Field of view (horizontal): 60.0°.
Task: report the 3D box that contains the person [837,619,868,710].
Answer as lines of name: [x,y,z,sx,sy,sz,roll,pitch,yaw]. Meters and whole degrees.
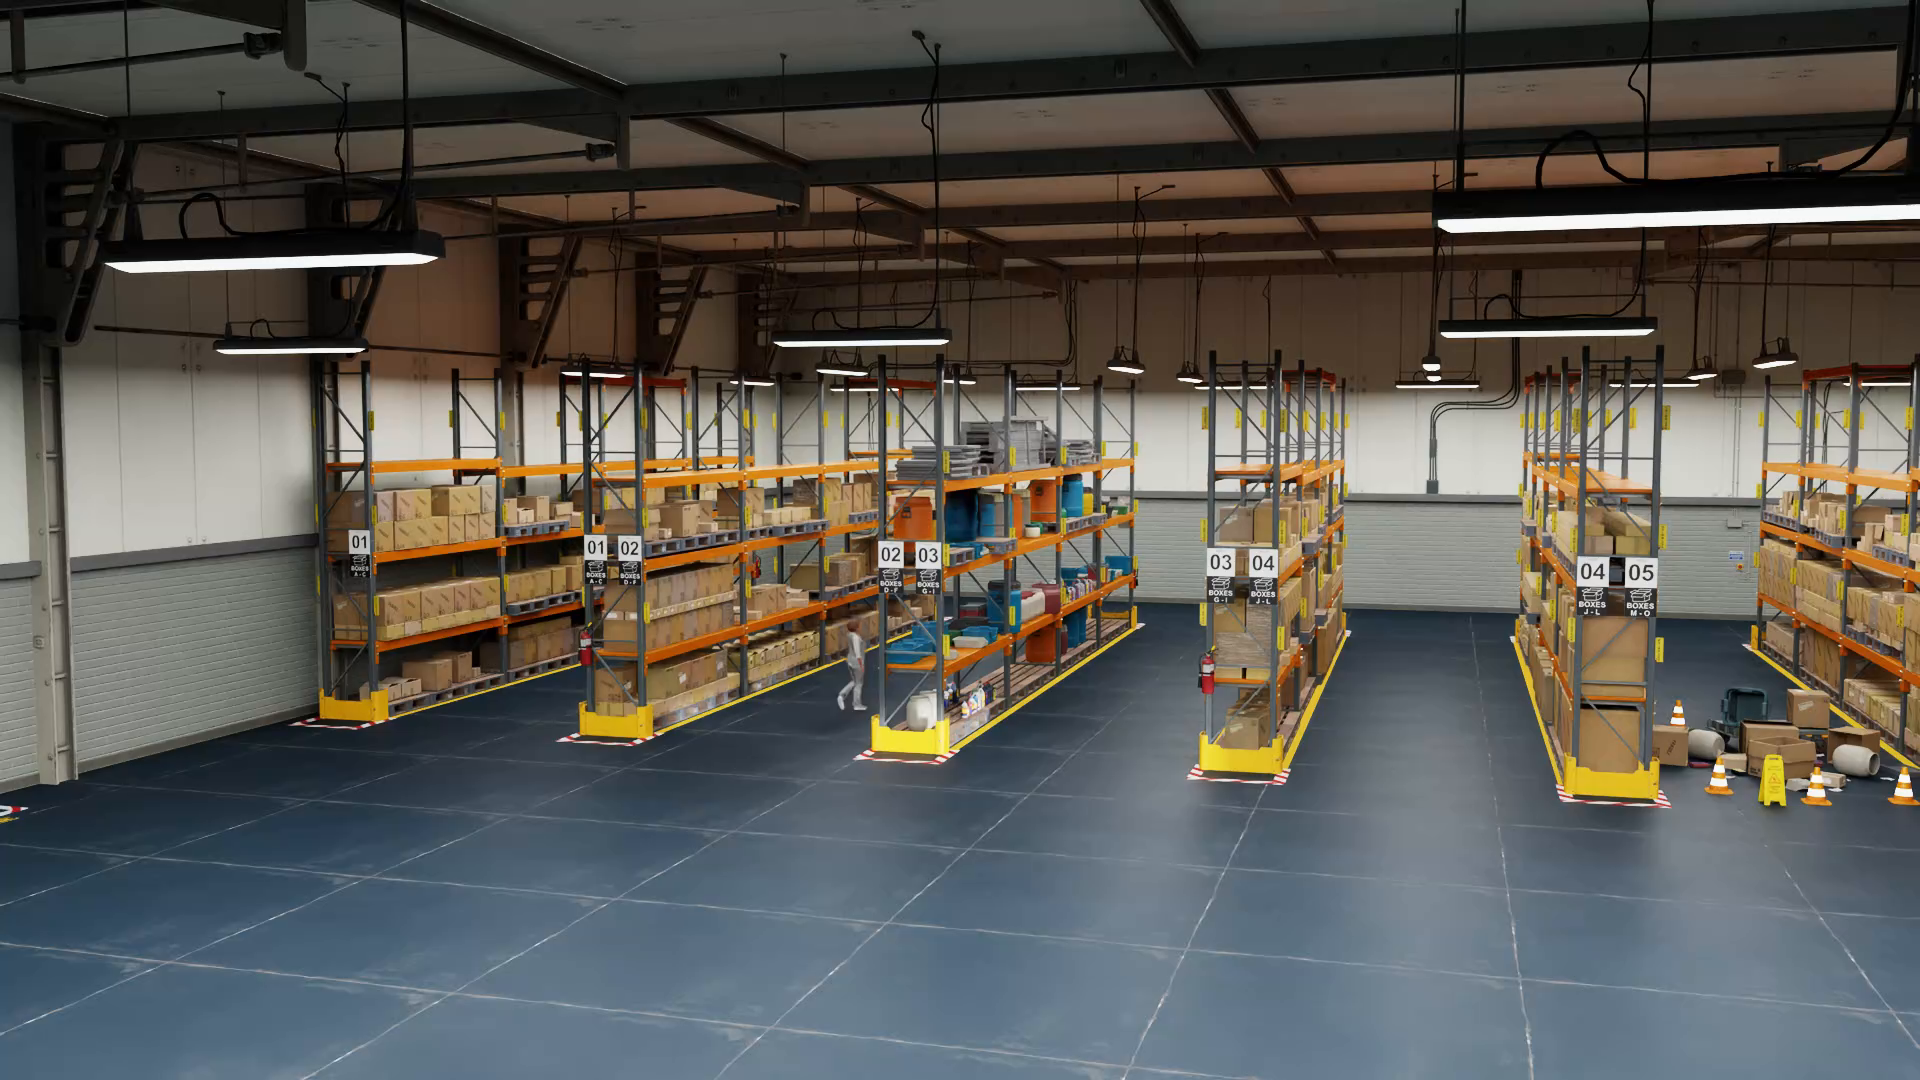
person: [-1.832,2.152,28.562,0.562,1.575,0.433,-2,5,-29]
